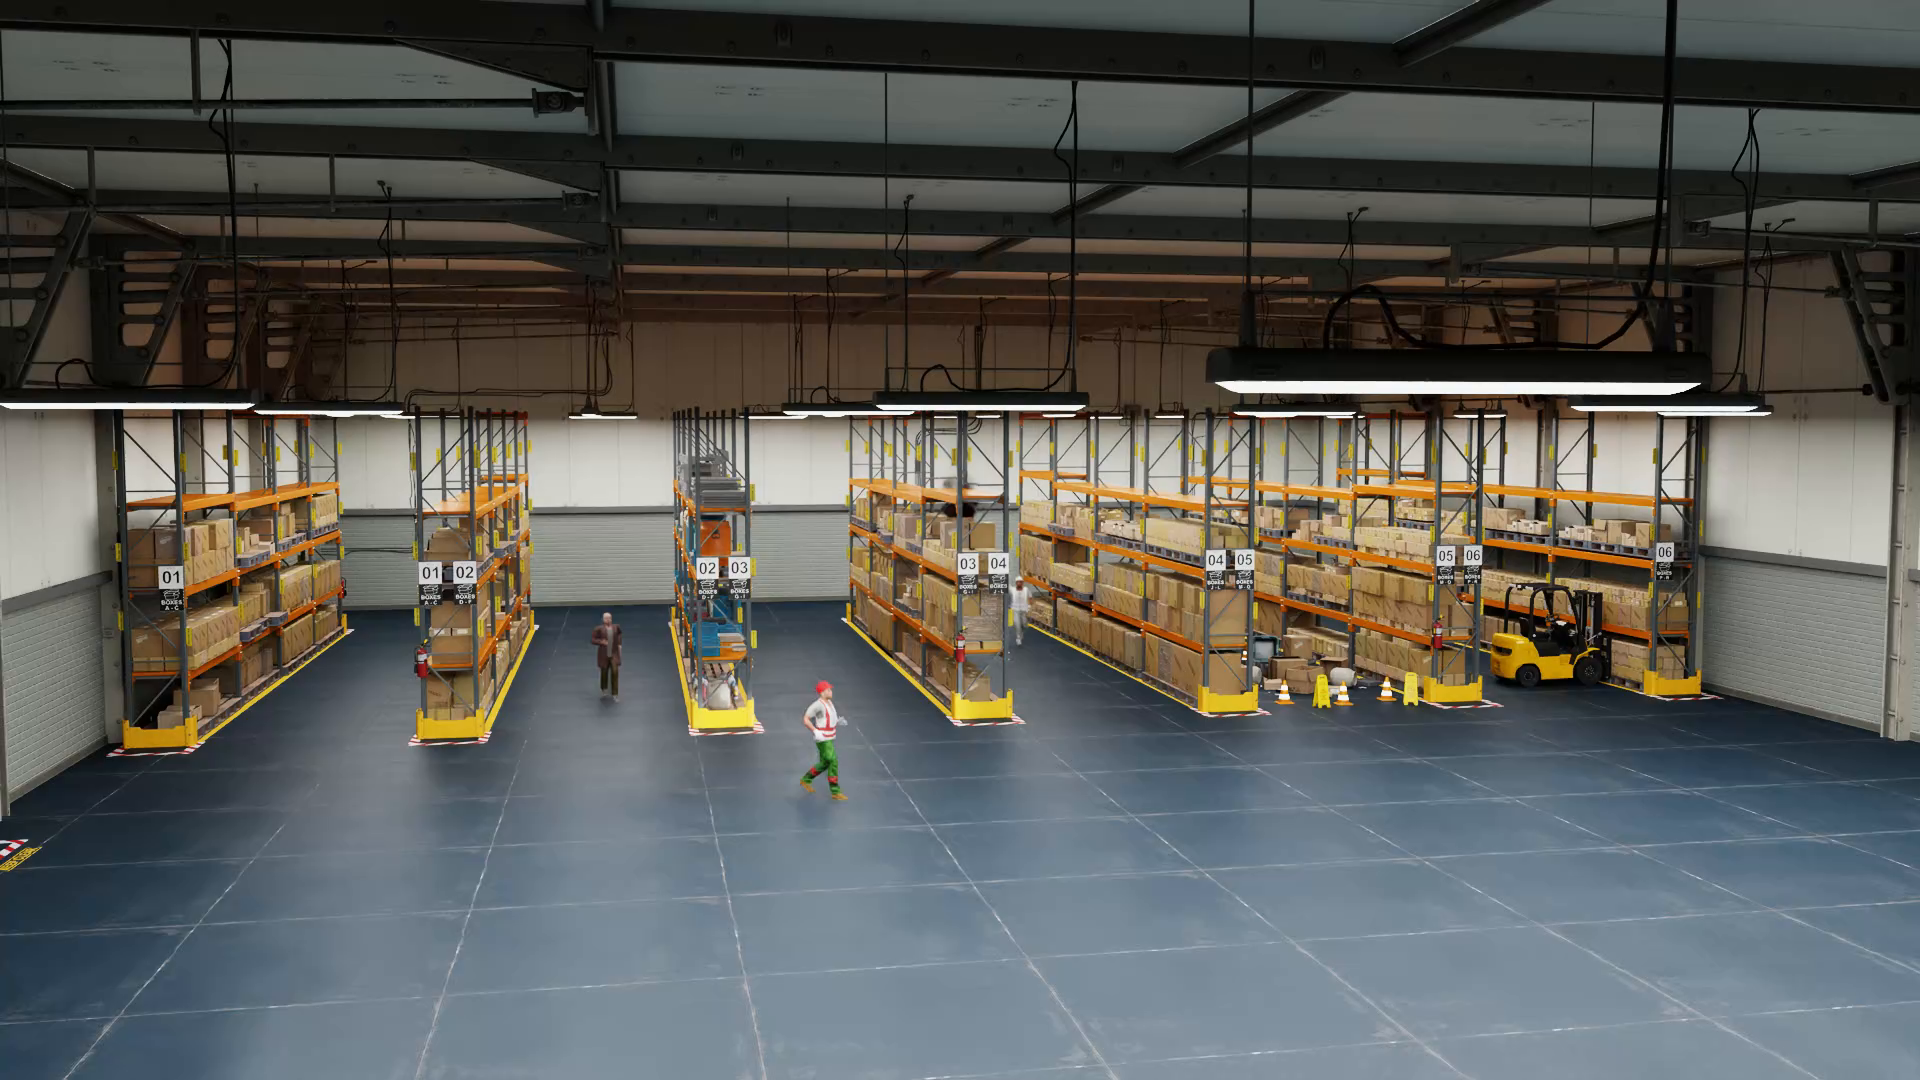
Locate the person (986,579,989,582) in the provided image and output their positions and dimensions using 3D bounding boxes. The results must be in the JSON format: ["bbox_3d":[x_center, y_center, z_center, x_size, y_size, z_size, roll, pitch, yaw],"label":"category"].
[{"bbox_3d":[0.901,1.651,46.334,0.525,1.558,0.532,-1,4,-15],"label":"person"}]

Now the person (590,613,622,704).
[{"bbox_3d":[-7.239,2.394,34.119,0.696,1.825,0.949,-1,4,-20],"label":"person"}]

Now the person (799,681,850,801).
[{"bbox_3d":[-2.065,3.030,25.170,0.862,1.796,0.651,1,4,15],"label":"person"}]

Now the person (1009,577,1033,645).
[{"bbox_3d":[1.517,1.808,42.761,0.720,1.750,0.812,0,4,-5],"label":"person"}]
